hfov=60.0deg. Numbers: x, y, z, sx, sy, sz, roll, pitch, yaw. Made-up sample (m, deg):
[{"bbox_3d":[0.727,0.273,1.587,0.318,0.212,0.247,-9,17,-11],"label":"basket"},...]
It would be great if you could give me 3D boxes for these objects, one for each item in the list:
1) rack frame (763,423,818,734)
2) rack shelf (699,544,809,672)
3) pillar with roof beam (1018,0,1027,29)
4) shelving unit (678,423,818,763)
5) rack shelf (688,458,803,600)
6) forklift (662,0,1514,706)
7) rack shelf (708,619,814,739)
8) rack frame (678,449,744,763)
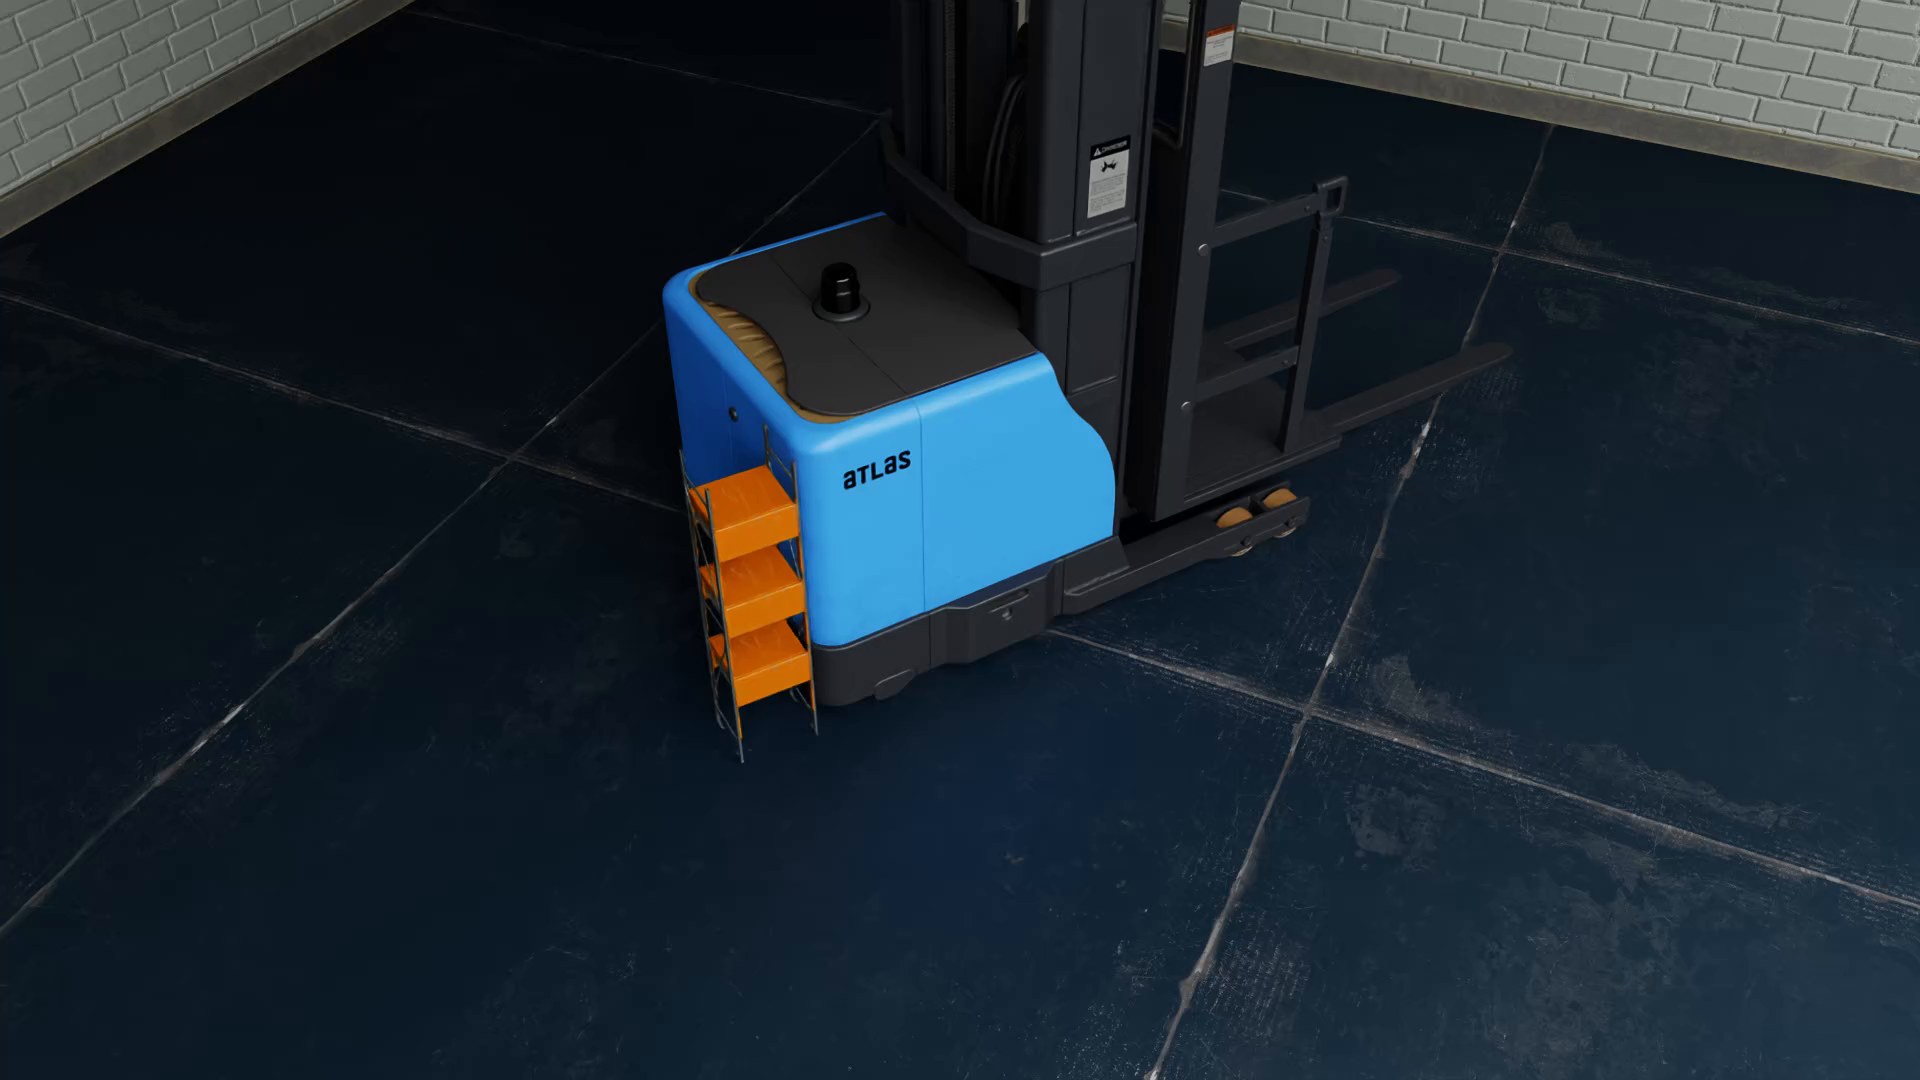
[{"bbox_3d":[-0.484,0.136,4.791,0.008,1.050,0.200,-20,45,-21],"label":"rack frame"},{"bbox_3d":[-0.591,0.183,4.754,0.240,0.259,0.215,-20,45,-21],"label":"rack shelf"},{"bbox_3d":[-1.694,-3.628,3.065,0.400,9.000,9.100,17,44,19],"label":"pillar with roof beam"},{"bbox_3d":[-0.591,0.175,4.747,0.252,1.050,0.215,-20,45,-21],"label":"shelving unit"},{"bbox_3d":[-0.591,-0.032,4.568,0.240,0.259,0.215,-20,45,-21],"label":"rack shelf"},{"bbox_3d":[0.610,-1.327,5.043,3.031,2.935,1.130,-22,45,-23],"label":"forklift"},{"bbox_3d":[-0.591,0.393,4.936,0.240,0.259,0.215,-20,45,-21],"label":"rack shelf"},{"bbox_3d":[-0.698,0.213,4.702,0.008,1.050,0.200,-20,45,-21],"label":"rack frame"}]
